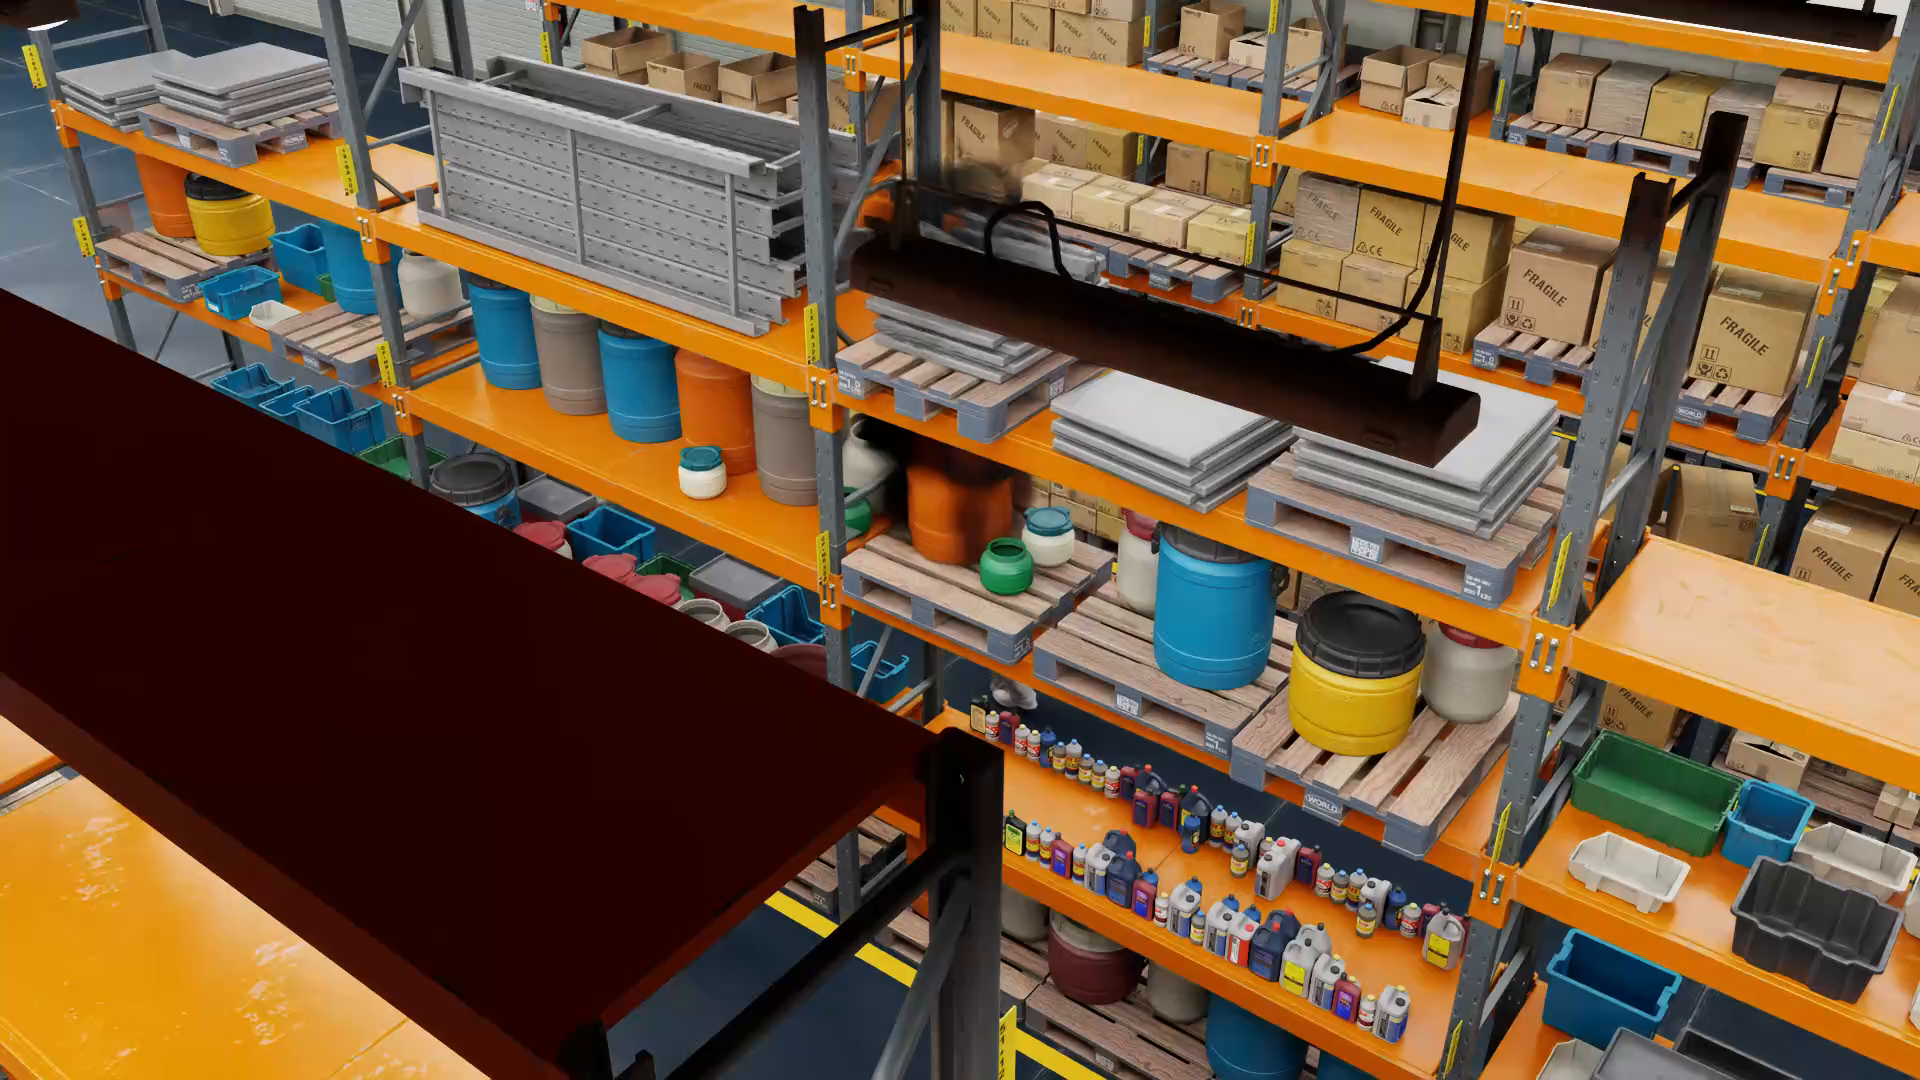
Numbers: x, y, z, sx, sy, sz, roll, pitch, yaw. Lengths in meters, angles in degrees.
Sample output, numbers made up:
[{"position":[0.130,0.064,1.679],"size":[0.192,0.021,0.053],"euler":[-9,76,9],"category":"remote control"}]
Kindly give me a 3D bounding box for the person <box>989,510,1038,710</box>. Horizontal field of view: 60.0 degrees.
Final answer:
[{"position":[0.286,0.501,12.769],"size":[0.758,1.790,0.697],"euler":[14,34,22],"category":"person"}]

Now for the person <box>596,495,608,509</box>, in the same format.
[{"position":[-3.299,-0.375,14.570],"size":[0.534,1.363,0.919],"euler":[-18,36,-26],"category":"person"}]

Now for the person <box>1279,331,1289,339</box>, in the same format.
[{"position":[3.024,-1.325,15.704],"size":[1.035,1.727,0.658],"euler":[9,33,15],"category":"person"}]
